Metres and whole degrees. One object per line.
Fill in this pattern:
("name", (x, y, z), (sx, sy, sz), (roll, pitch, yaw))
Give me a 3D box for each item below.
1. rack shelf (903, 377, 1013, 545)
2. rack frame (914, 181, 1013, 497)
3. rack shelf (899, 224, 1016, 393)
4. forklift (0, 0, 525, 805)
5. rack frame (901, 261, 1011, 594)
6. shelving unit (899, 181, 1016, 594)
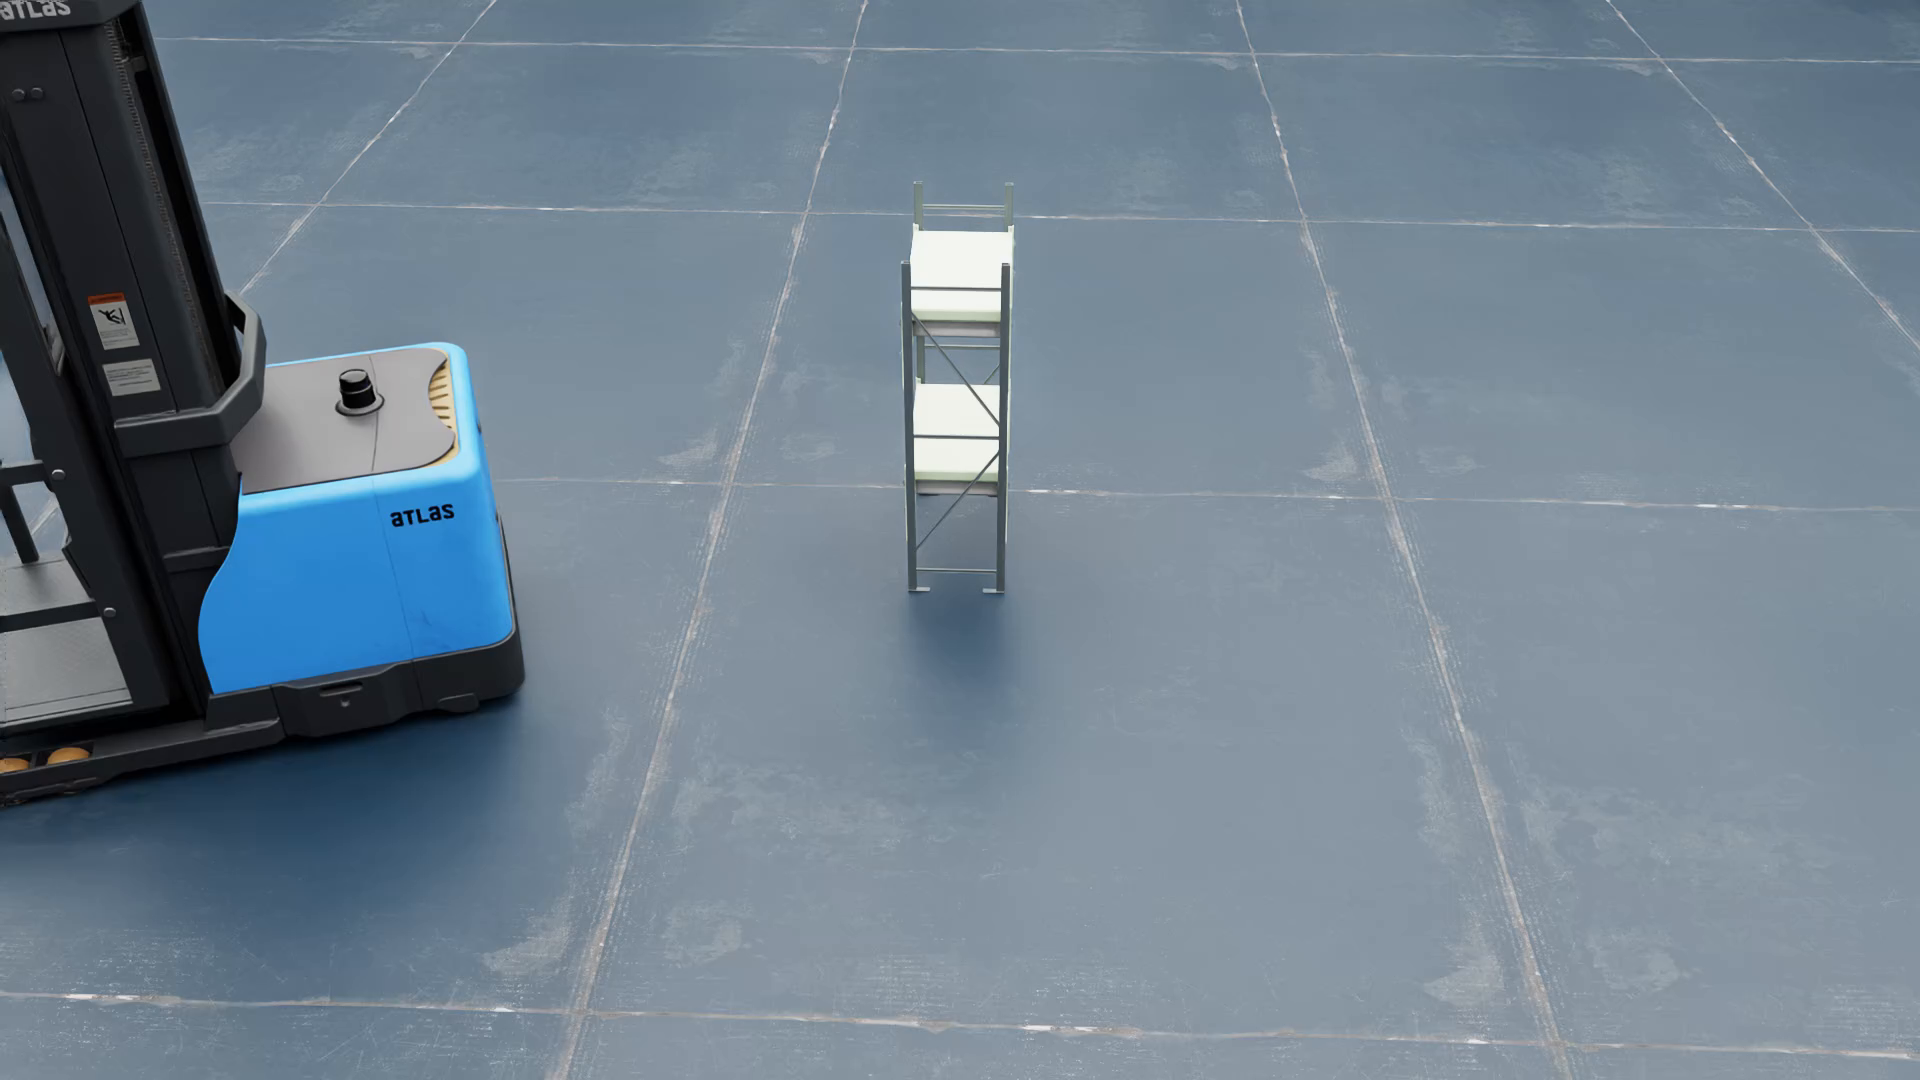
("rack shelf", (0.000, -0.343, 7.001), (0.431, 0.370, 0.720), (1, 35, 2))
("rack frame", (0.014, -0.820, 7.113), (0.400, 1.500, 0.023), (1, 35, 2))
("rack shelf", (0.000, -0.929, 6.589), (0.431, 0.370, 0.720), (1, 35, 2))
("forklift", (-3.242, -0.599, 5.553), (3.031, 2.935, 1.130), (-10, 36, -14))
("rack frame", (-0.015, -0.399, 6.514), (0.400, 1.500, 0.023), (1, 35, 2))
("shelving unit", (0.000, -0.610, 6.813), (0.431, 1.500, 0.755), (1, 35, 2))
